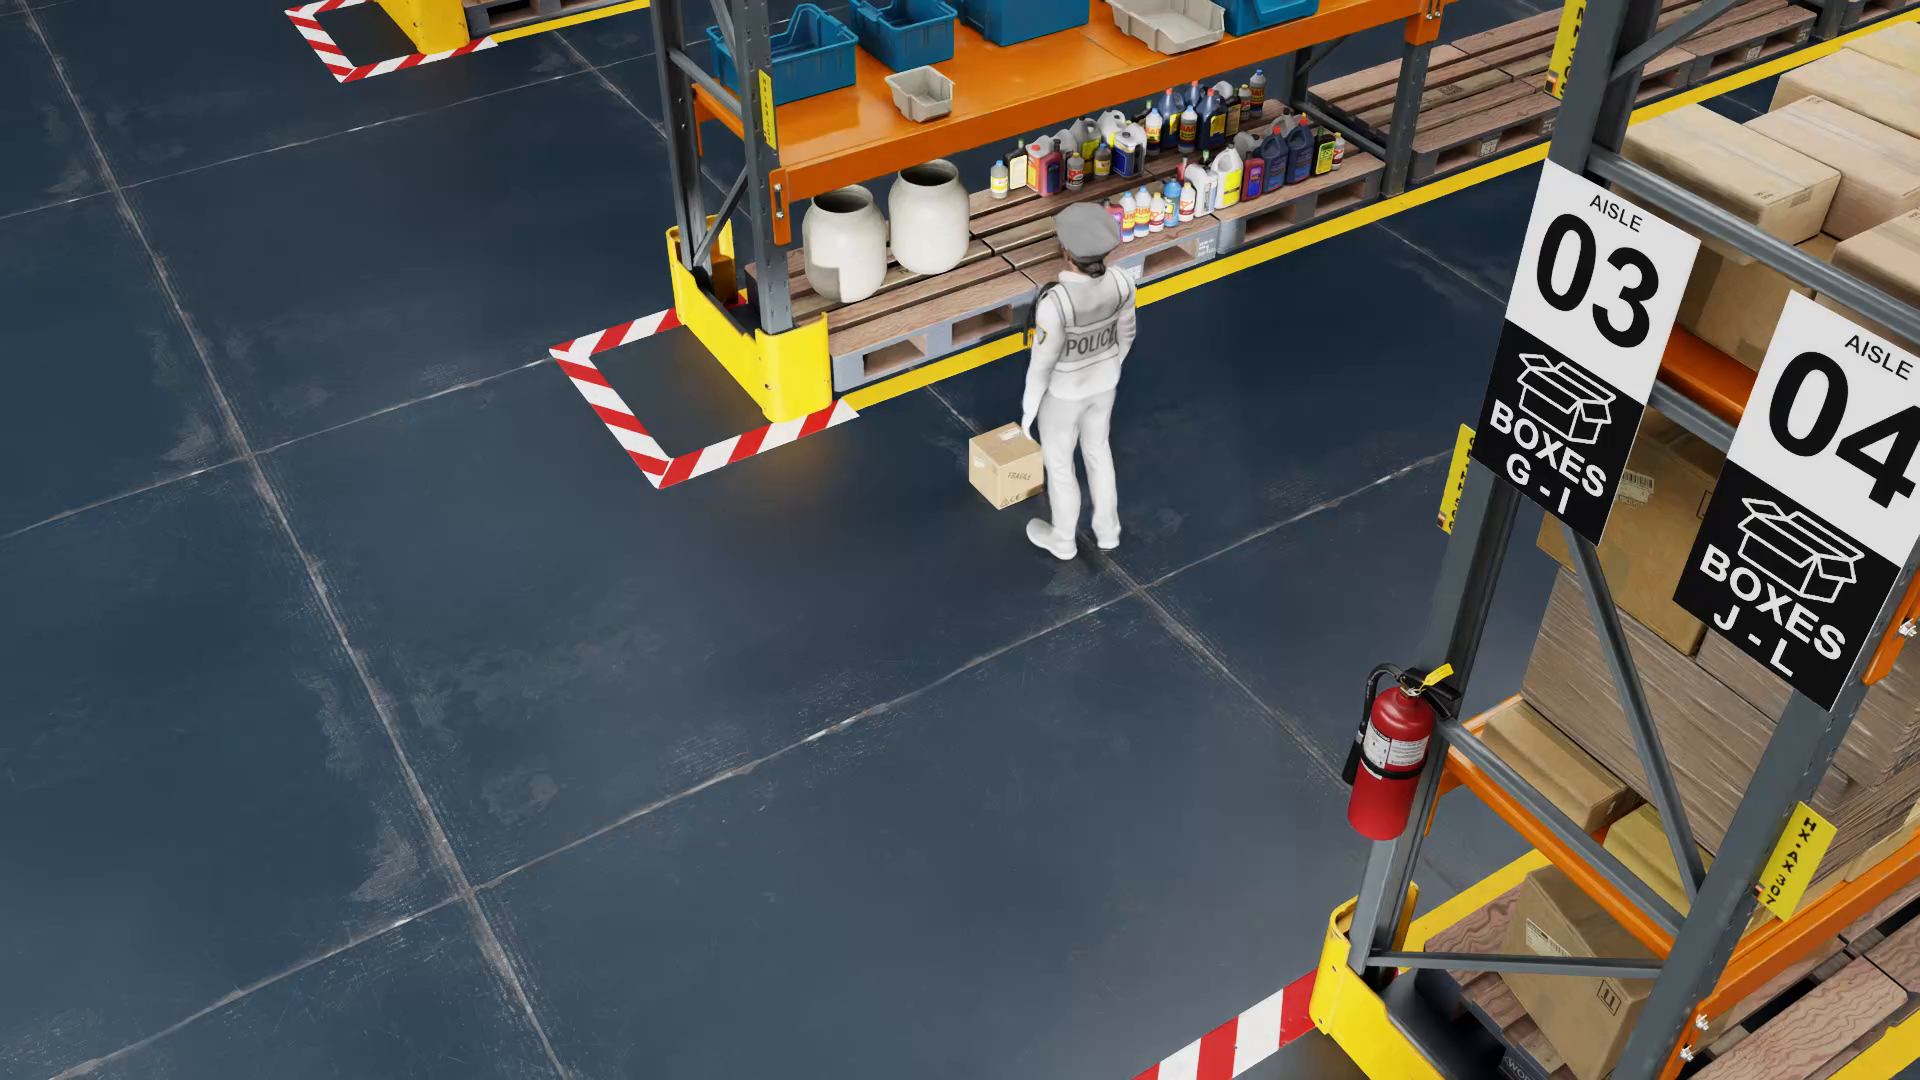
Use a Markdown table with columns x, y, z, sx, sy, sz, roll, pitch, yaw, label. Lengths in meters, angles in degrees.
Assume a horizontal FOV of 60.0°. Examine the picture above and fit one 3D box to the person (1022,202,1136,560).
| x | y | z | sx | sy | sz | roll | pitch | yaw | label |
| --- | --- | --- | --- | --- | --- | --- | --- | --- | --- |
| 0.479 | -0.613 | 6.828 | 0.518 | 1.695 | 0.375 | -23 | 46 | -24 | person |
